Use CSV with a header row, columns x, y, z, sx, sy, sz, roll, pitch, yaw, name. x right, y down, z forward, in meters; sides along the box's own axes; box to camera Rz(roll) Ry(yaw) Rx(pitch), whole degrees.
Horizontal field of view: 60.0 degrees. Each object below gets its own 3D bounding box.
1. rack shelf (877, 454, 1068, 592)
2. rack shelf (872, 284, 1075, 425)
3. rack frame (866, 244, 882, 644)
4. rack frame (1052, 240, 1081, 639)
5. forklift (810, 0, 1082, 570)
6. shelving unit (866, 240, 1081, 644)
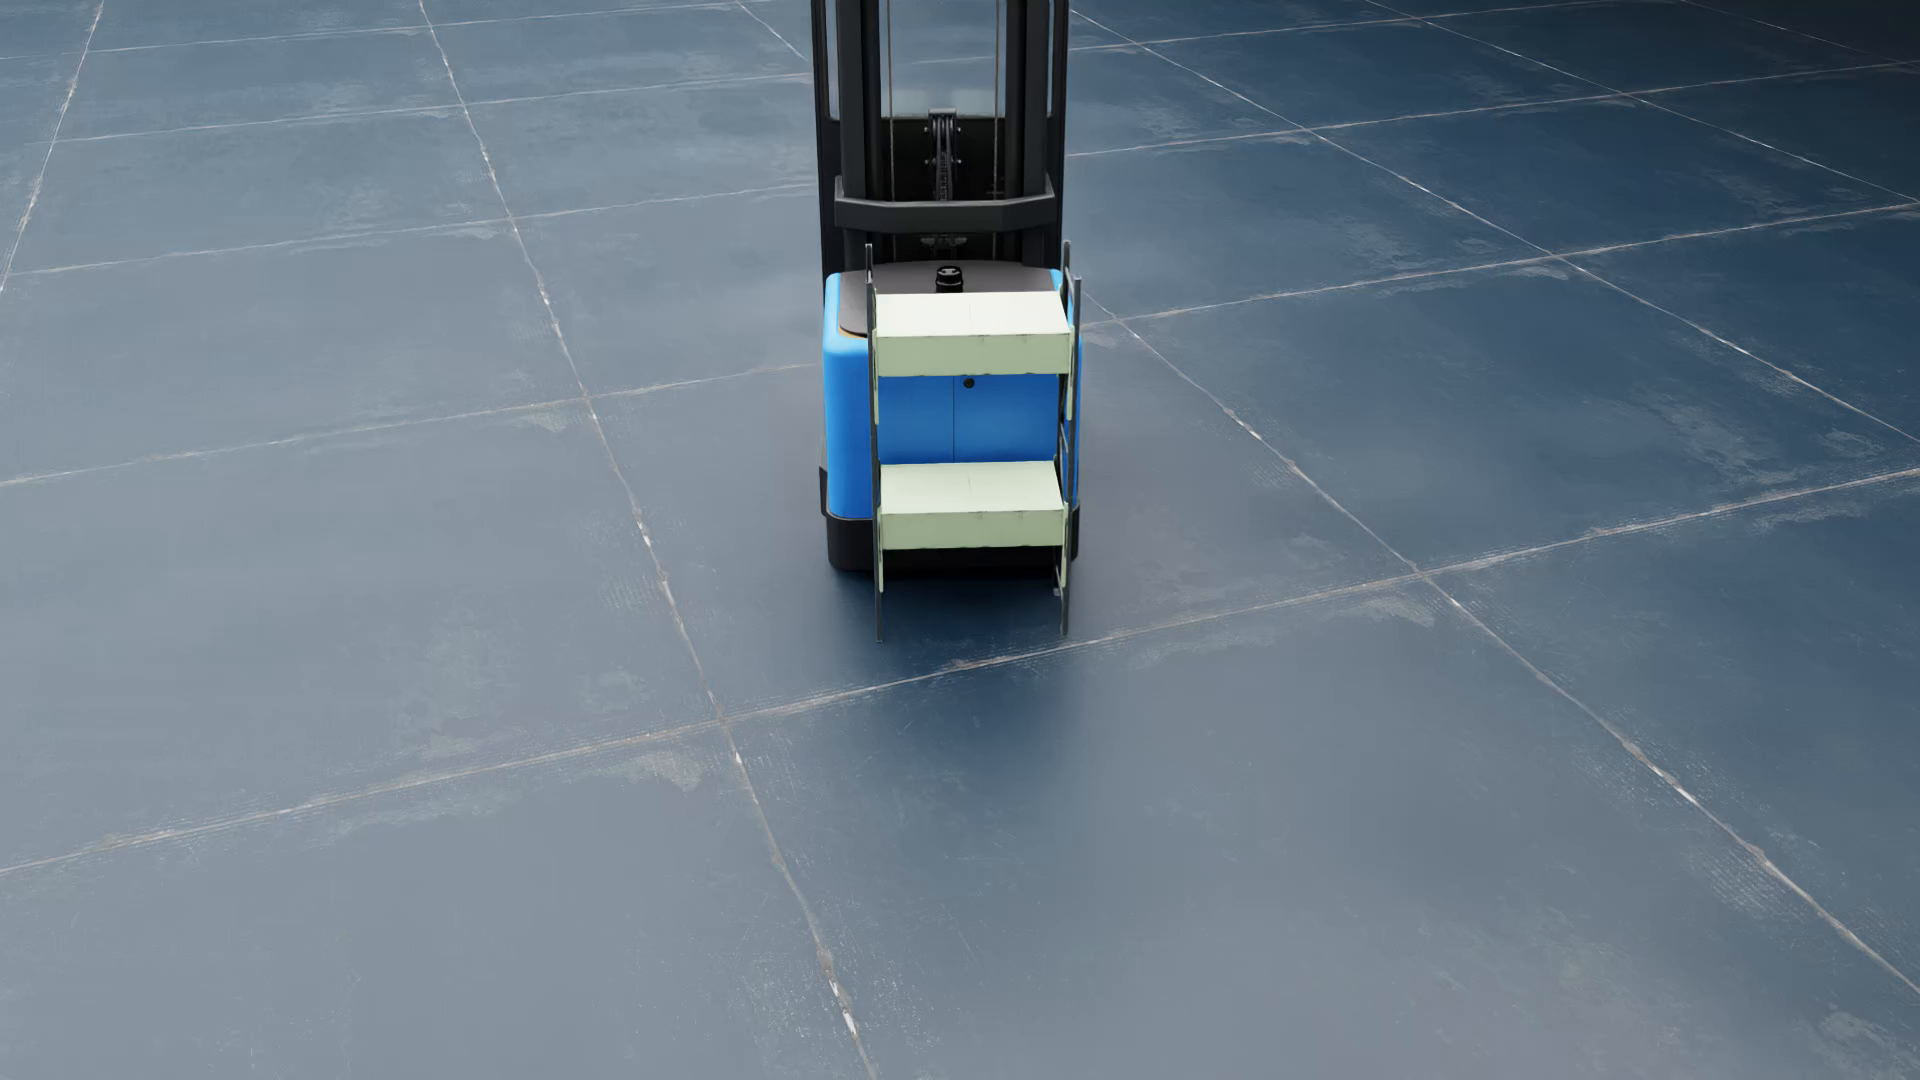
x,y,z,sx,sy,sz,roll,pitch,yaw,name
0.039,-0.069,6.515,0.720,0.370,0.431,-1,30,-2,rack shelf
0.039,-0.691,6.160,0.720,0.370,0.431,-1,30,-2,rack shelf
-0.327,-0.343,6.337,0.023,1.500,0.400,-1,30,-2,rack frame
0.405,-0.362,6.369,0.023,1.500,0.400,-1,30,-2,rack frame
-0.098,-1.844,7.525,1.130,2.935,3.031,-1,30,-2,forklift
0.039,-0.352,6.353,0.755,1.500,0.431,-1,30,-2,shelving unit
